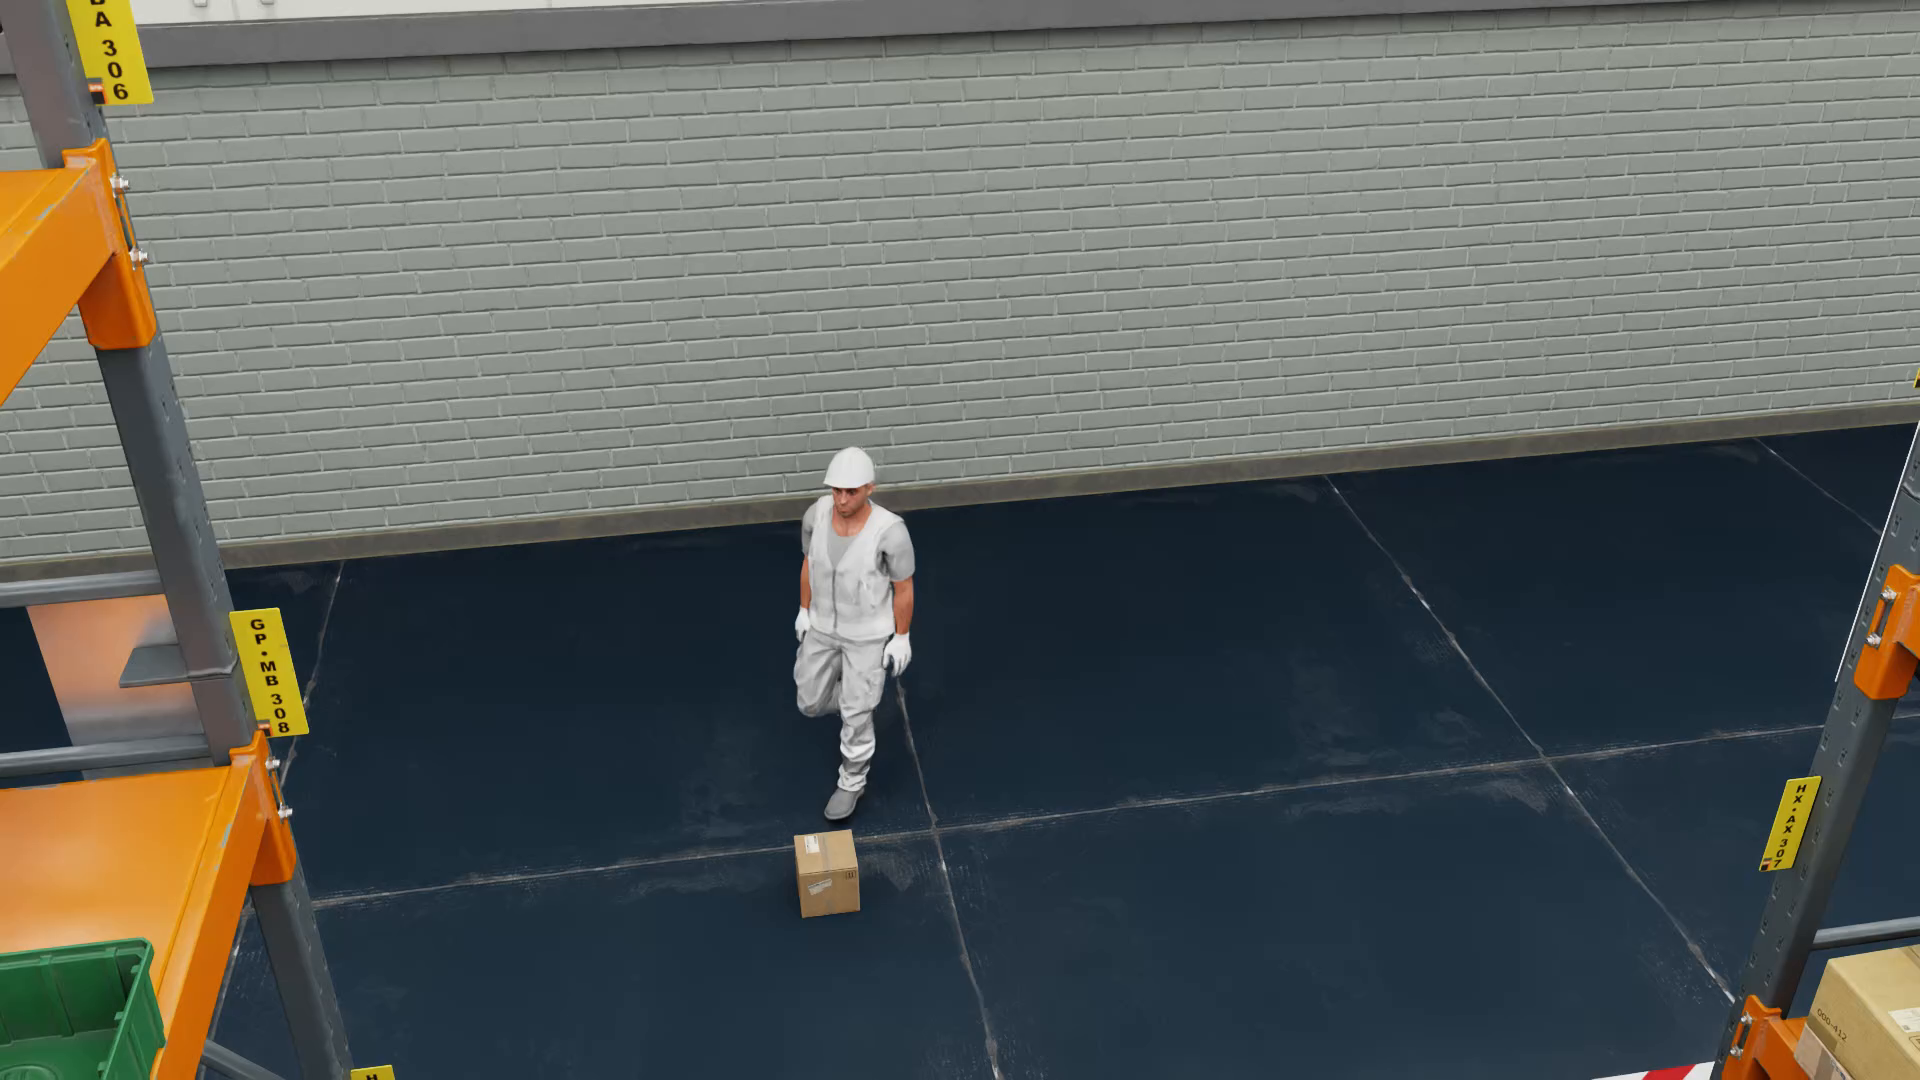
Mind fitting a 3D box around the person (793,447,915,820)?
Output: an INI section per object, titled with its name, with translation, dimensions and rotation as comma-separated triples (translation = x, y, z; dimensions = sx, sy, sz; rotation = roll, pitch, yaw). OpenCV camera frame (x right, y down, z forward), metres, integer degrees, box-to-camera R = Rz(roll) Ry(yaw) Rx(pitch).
[person]
translation = -0.481, 0.385, 7.432
dimensions = 0.579, 1.779, 0.645
rotation = 14, 33, 23
